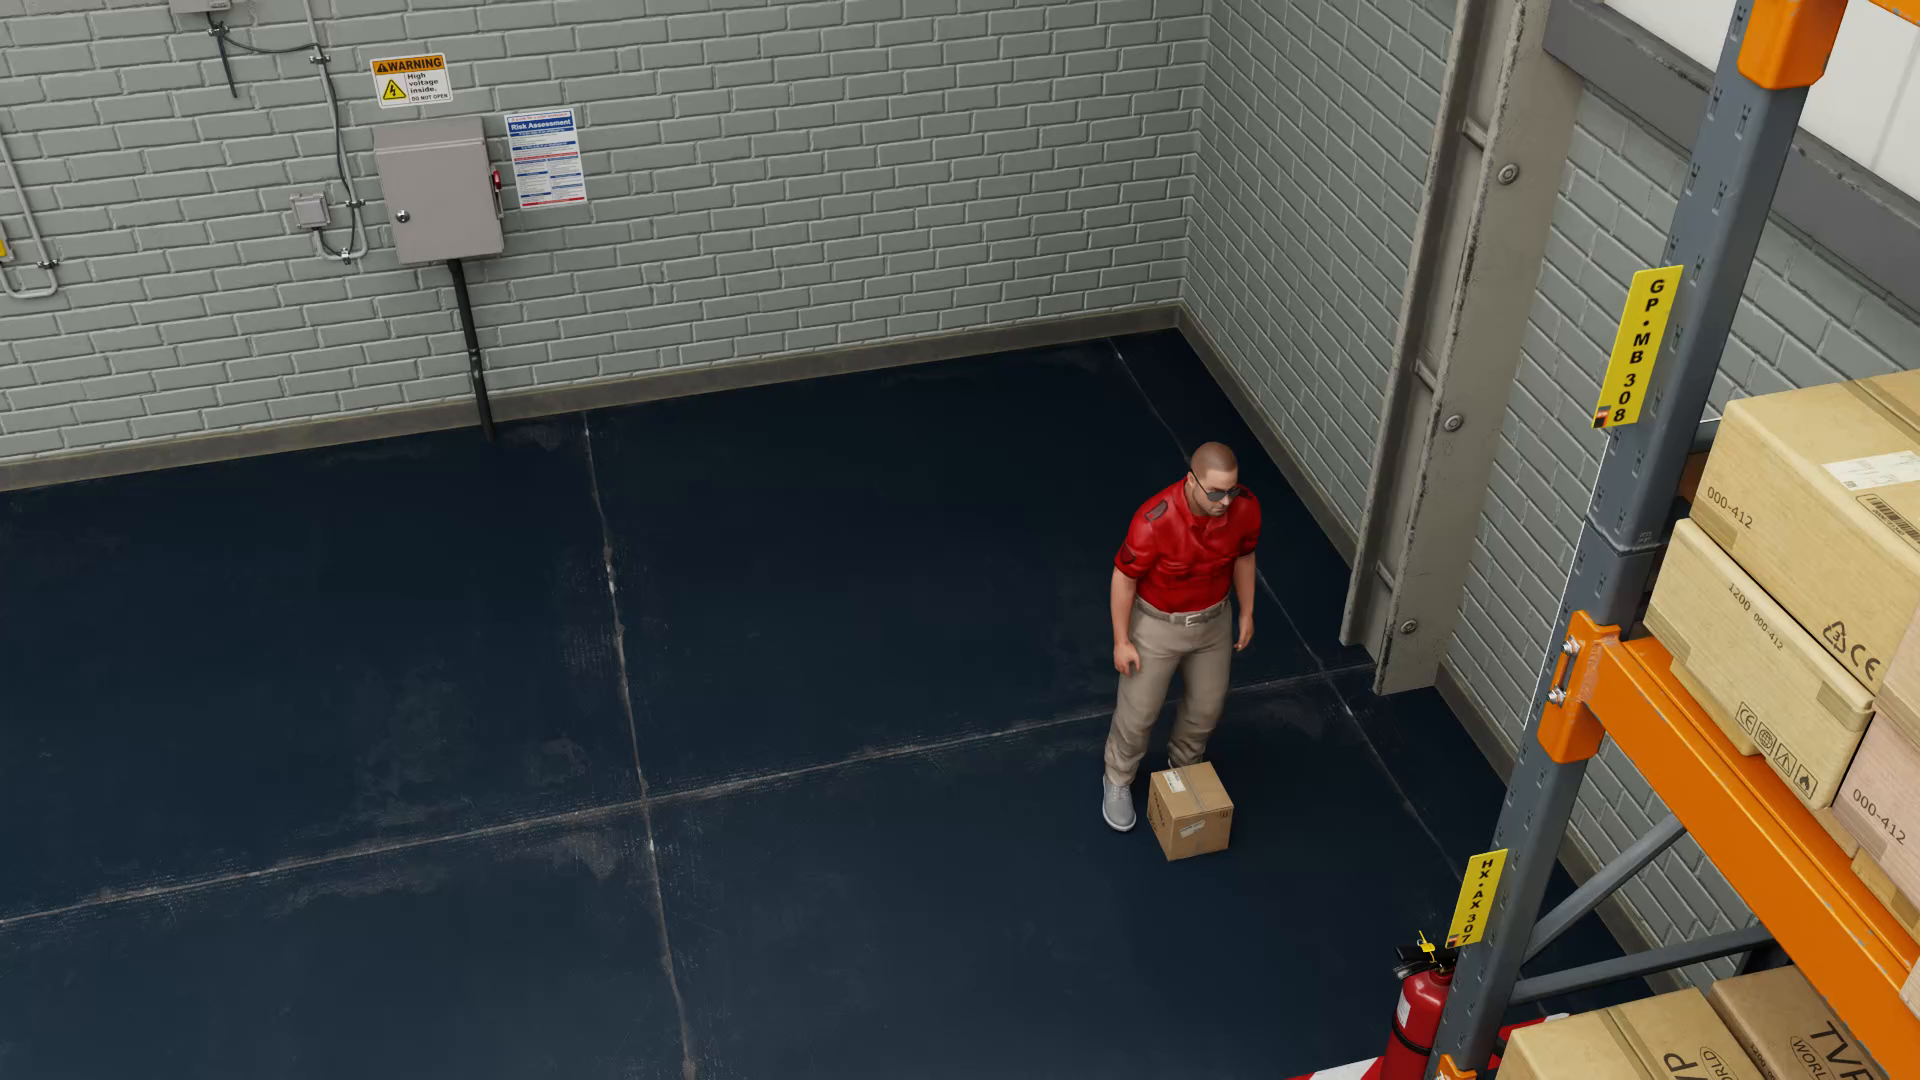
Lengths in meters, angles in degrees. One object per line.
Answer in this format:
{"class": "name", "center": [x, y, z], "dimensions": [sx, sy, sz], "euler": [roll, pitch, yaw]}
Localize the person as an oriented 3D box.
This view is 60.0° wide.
{"class": "person", "center": [0.839, 0.334, 6.297], "dimensions": [0.606, 1.727, 0.390], "euler": [-12, 39, -14]}
